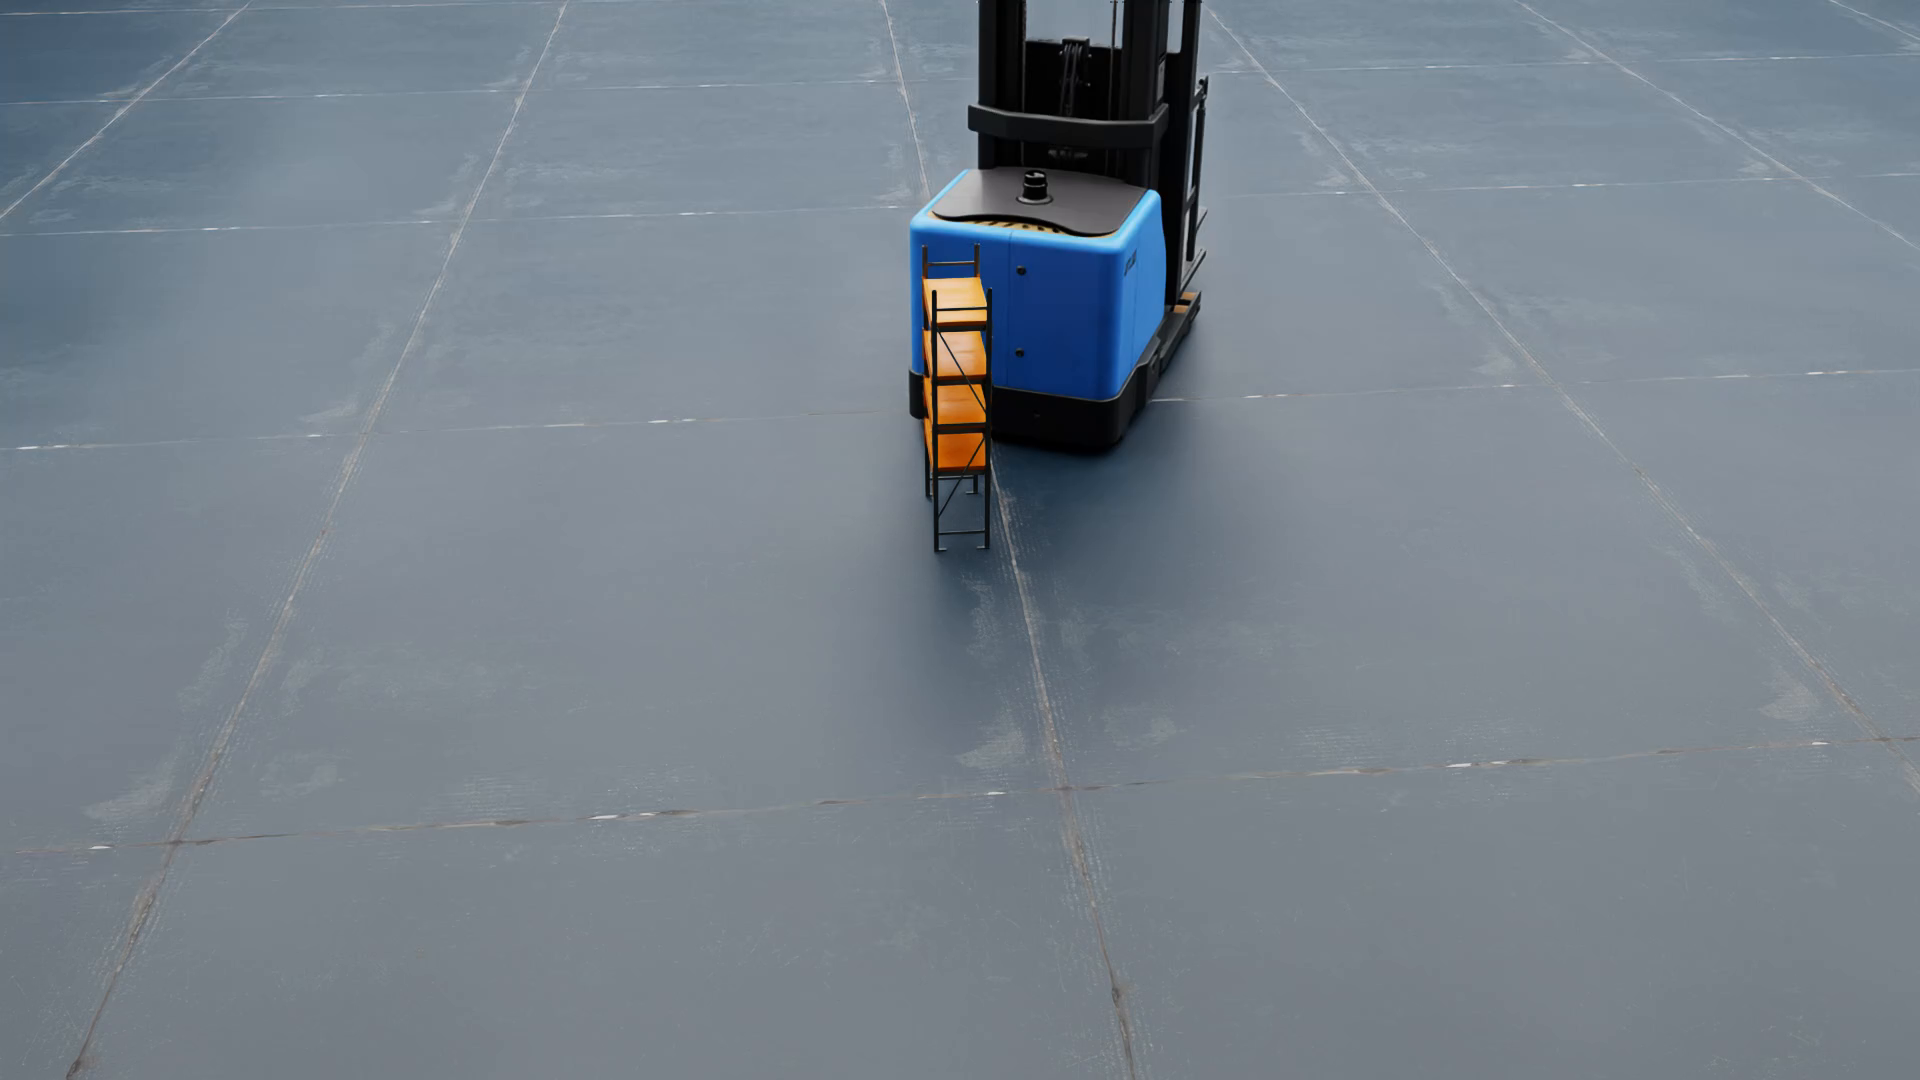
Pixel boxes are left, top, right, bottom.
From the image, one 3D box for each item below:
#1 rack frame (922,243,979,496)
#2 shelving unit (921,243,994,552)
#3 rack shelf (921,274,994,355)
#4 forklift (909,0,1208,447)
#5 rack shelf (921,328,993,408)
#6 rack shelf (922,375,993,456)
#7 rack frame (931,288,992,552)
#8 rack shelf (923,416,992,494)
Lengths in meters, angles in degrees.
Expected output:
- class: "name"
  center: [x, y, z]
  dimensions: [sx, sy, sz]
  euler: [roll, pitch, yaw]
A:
- class: "rack frame"
  center: [-0.038, -0.724, 7.292]
  dimensions: [0.240, 1.200, 0.015]
  euler: [-3, 31, -5]
- class: "shelving unit"
  center: [-0.015, -0.600, 7.084]
  dimensions: [0.258, 1.200, 0.503]
  euler: [-3, 31, -5]
- class: "rack shelf"
  center: [-0.015, -0.937, 6.882]
  dimensions: [0.258, 0.148, 0.480]
  euler: [-3, 31, -5]
- class: "forklift"
  center: [0.710, -2.441, 8.479]
  dimensions: [1.130, 2.935, 3.031]
  euler: [10, 32, 16]
- class: "rack shelf"
  center: [-0.015, -0.734, 7.004]
  dimensions: [0.258, 0.148, 0.480]
  euler: [-3, 31, -5]
- class: "rack shelf"
  center: [-0.015, -0.542, 7.118]
  dimensions: [0.258, 0.148, 0.480]
  euler: [-3, 31, -5]
- class: "rack frame"
  center: [0.007, -0.475, 6.875]
  dimensions: [0.240, 1.200, 0.015]
  euler: [-3, 31, -5]
- class: "rack shelf"
  center: [-0.015, -0.371, 7.220]
  dimensions: [0.258, 0.148, 0.480]
  euler: [-3, 31, -5]
